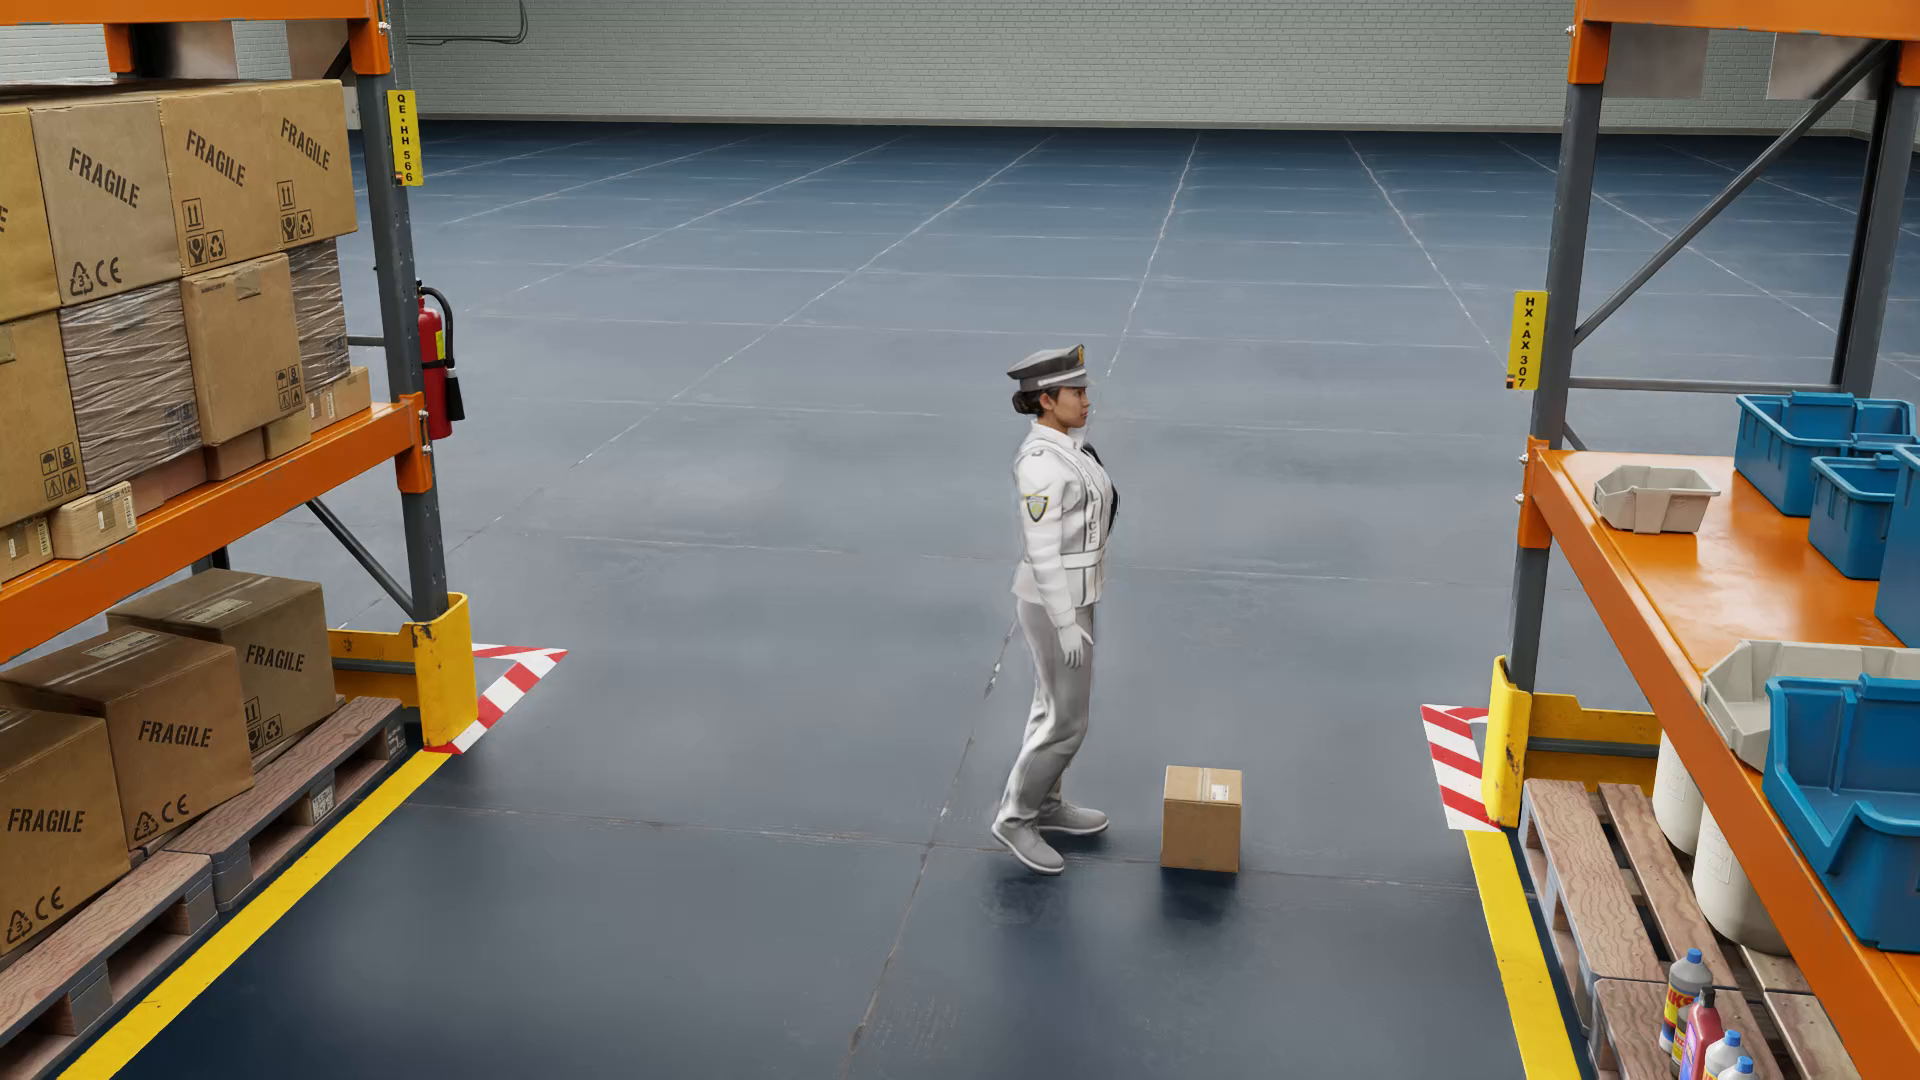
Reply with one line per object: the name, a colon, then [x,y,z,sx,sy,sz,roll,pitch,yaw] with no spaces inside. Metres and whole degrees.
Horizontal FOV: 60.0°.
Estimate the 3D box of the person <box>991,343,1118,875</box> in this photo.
person: [0.308,0.204,5.354,0.375,1.695,0.518,3,18,8]
